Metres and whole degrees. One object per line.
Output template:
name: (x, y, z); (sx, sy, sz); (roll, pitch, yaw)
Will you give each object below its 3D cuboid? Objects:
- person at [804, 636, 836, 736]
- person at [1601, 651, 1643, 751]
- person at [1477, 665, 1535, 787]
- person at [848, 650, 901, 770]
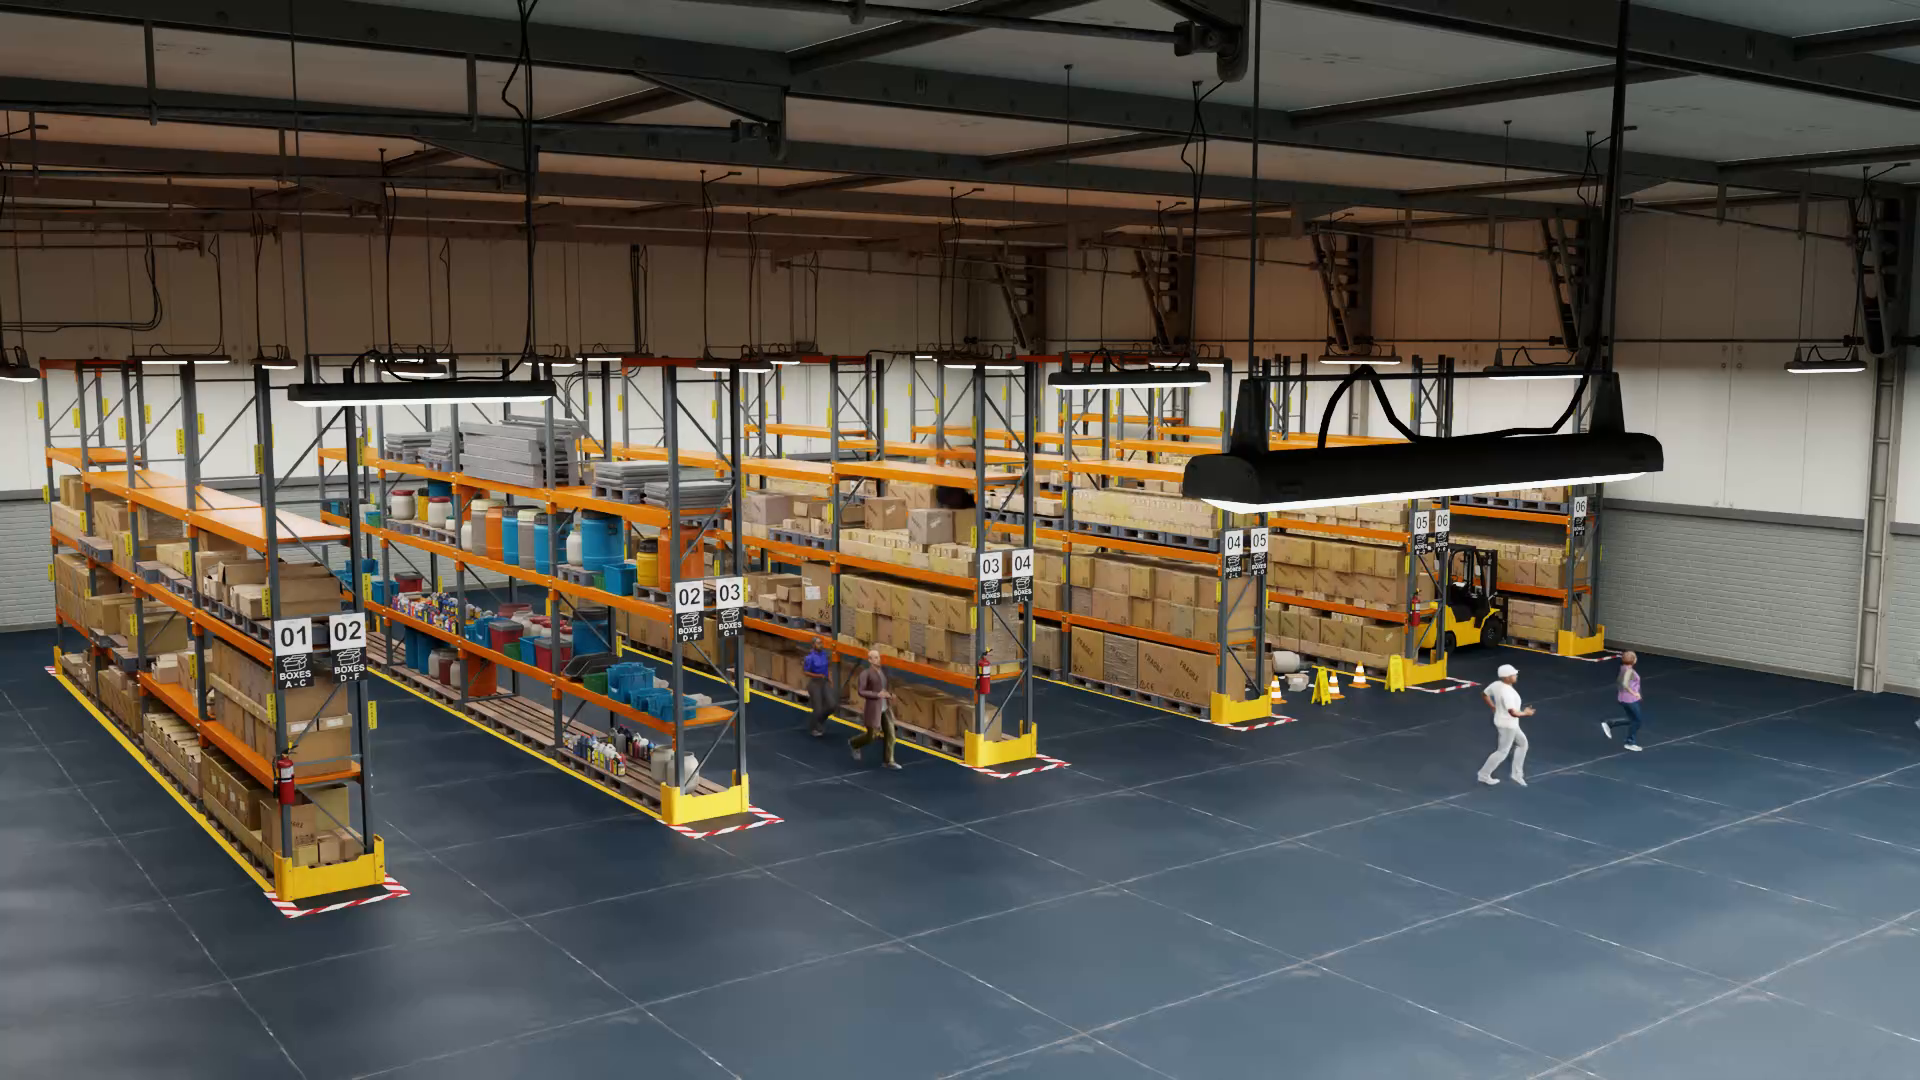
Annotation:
person: (-2.203, 2.349, 26.499); (0.563, 1.607, 0.572); (-6, 9, -41)
person: (10.278, 2.486, 25.737); (0.604, 1.567, 0.540); (1, 7, 10)
person: (7.745, 2.651, 23.601); (0.757, 1.802, 0.707); (1, 7, 8)
person: (-1.253, 2.503, 24.667); (0.958, 1.750, 0.721); (6, 9, 40)
